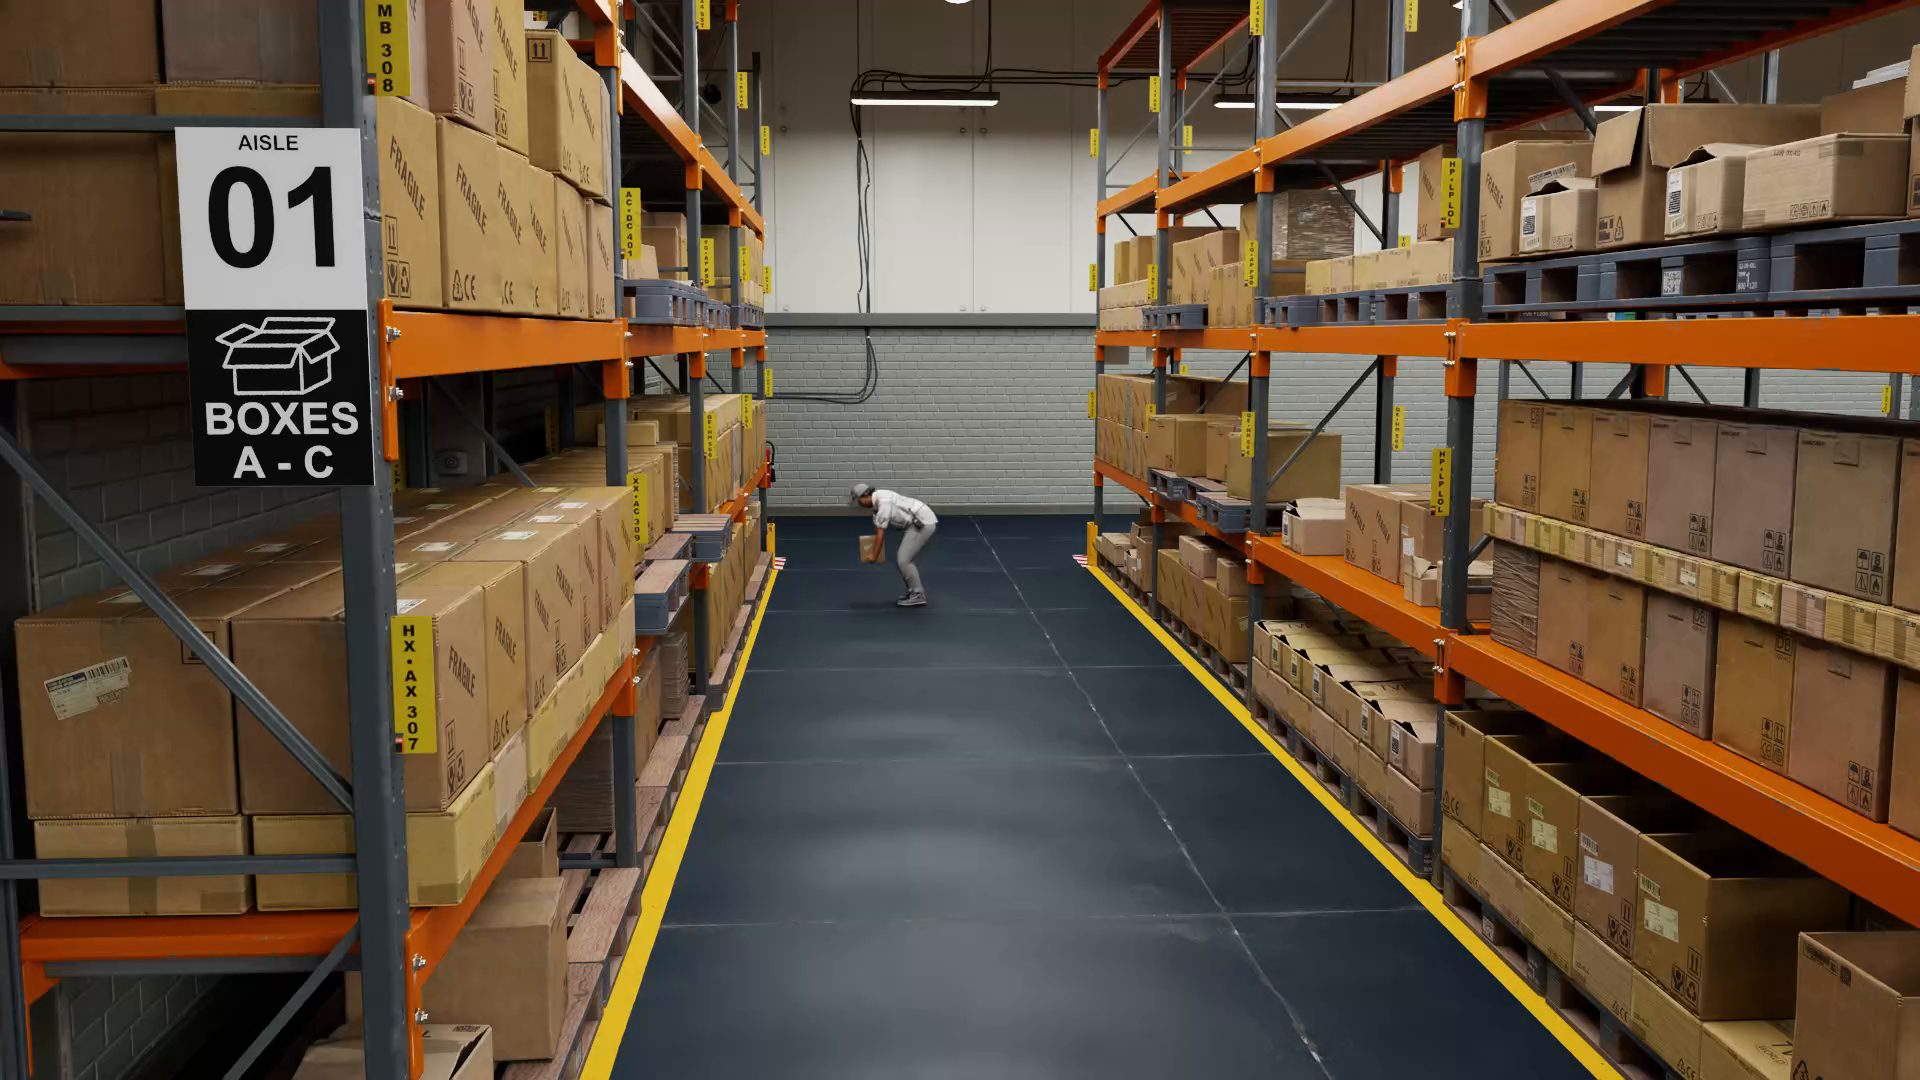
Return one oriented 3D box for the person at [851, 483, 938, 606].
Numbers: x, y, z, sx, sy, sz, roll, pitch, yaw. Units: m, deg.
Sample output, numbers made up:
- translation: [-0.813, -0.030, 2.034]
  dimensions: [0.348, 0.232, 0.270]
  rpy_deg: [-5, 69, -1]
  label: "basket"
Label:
- translation: [-0.676, 0.039, 17.135]
  dimensions: [0.892, 1.256, 0.475]
  rpy_deg: [-1, 7, -6]
  label: "person"
